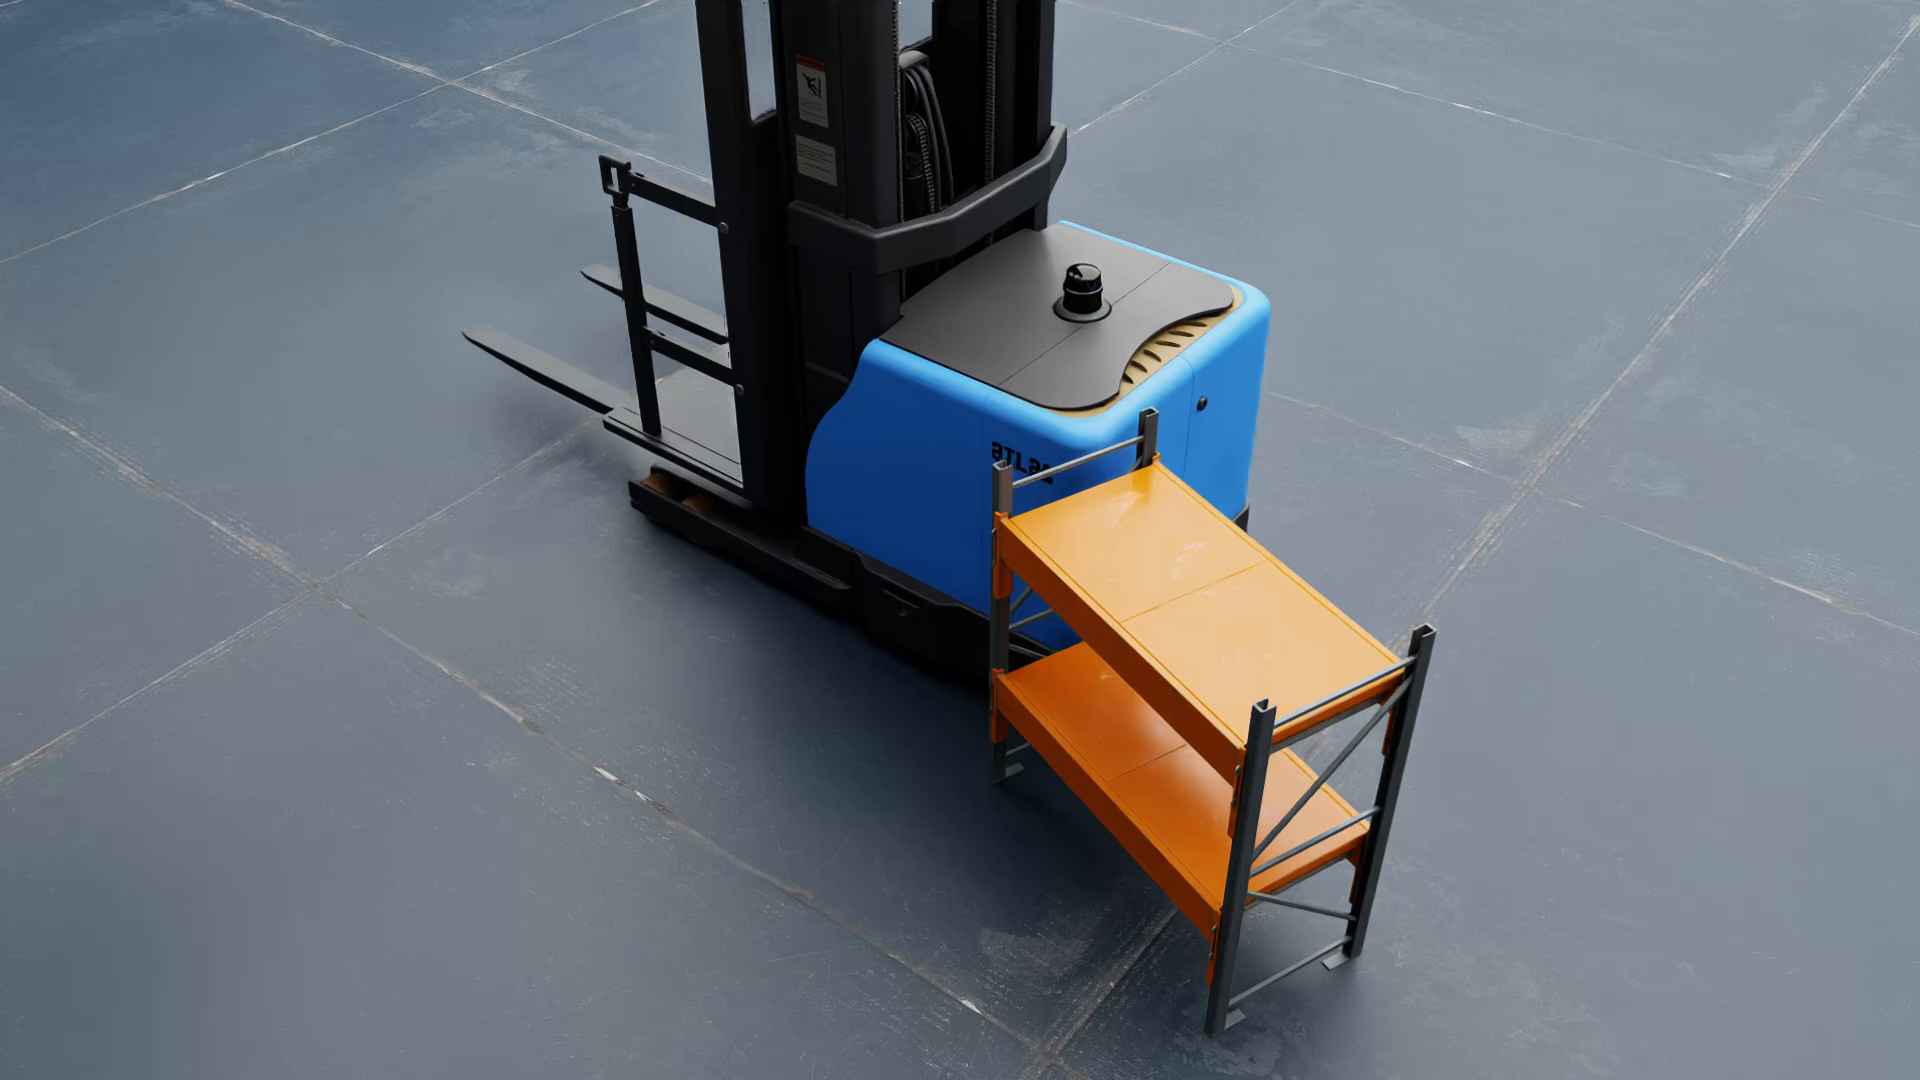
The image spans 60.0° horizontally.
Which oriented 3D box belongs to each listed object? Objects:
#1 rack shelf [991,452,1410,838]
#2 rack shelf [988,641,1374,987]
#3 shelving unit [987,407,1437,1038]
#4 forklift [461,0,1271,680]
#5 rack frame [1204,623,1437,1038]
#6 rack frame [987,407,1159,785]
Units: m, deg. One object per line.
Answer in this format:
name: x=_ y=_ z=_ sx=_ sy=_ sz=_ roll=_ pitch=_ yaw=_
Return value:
rack shelf: x=0.568 y=0.217 z=4.086 sx=0.538 sy=0.278 sz=1.000 roll=-21 pitch=43 yaw=-24
rack shelf: x=0.568 y=0.640 z=4.417 sx=0.538 sy=0.278 sz=1.000 roll=-21 pitch=43 yaw=-24
shelving unit: x=0.568 y=0.447 z=4.266 sx=0.538 sy=1.125 sz=1.048 roll=-21 pitch=43 yaw=-24
forklift: x=-0.529 y=-1.376 z=5.130 sx=3.031 sy=2.935 sz=1.130 roll=26 pitch=45 yaw=29
rack frame: x=0.833 y=0.715 z=3.925 sx=0.500 sy=1.125 sz=0.032 roll=-21 pitch=43 yaw=-24
rack frame: x=0.302 y=0.180 z=4.607 sx=0.500 sy=1.125 sz=0.032 roll=-21 pitch=43 yaw=-24
